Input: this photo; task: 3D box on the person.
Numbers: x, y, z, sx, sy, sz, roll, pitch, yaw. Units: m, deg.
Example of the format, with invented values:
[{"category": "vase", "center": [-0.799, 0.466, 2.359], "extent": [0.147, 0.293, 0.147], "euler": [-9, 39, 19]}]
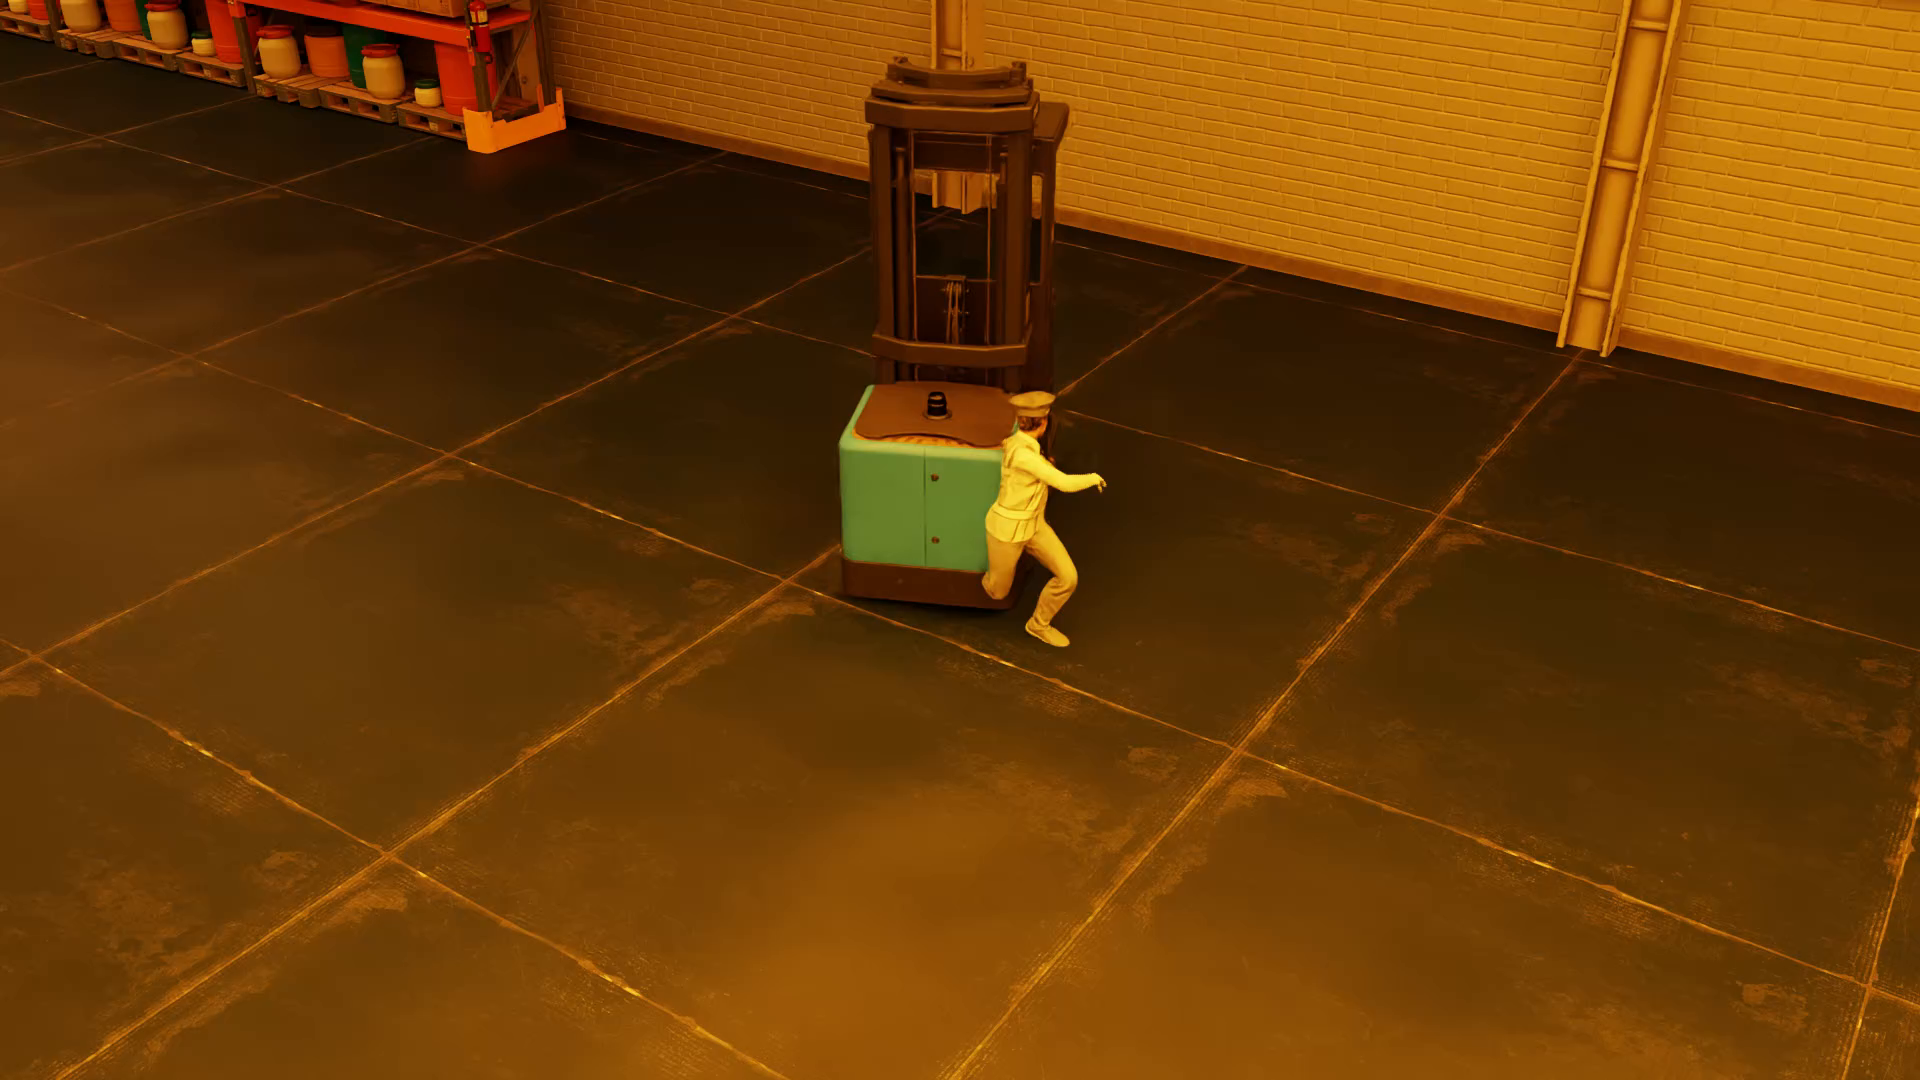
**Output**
[{"category": "person", "center": [0.355, -0.162, 9.417], "extent": [0.891, 1.434, 0.611], "euler": [21, 36, 32]}]

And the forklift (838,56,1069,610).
[{"category": "forklift", "center": [0.054, -1.585, 10.311], "extent": [1.130, 2.935, 3.031], "euler": [5, 30, 8]}]
